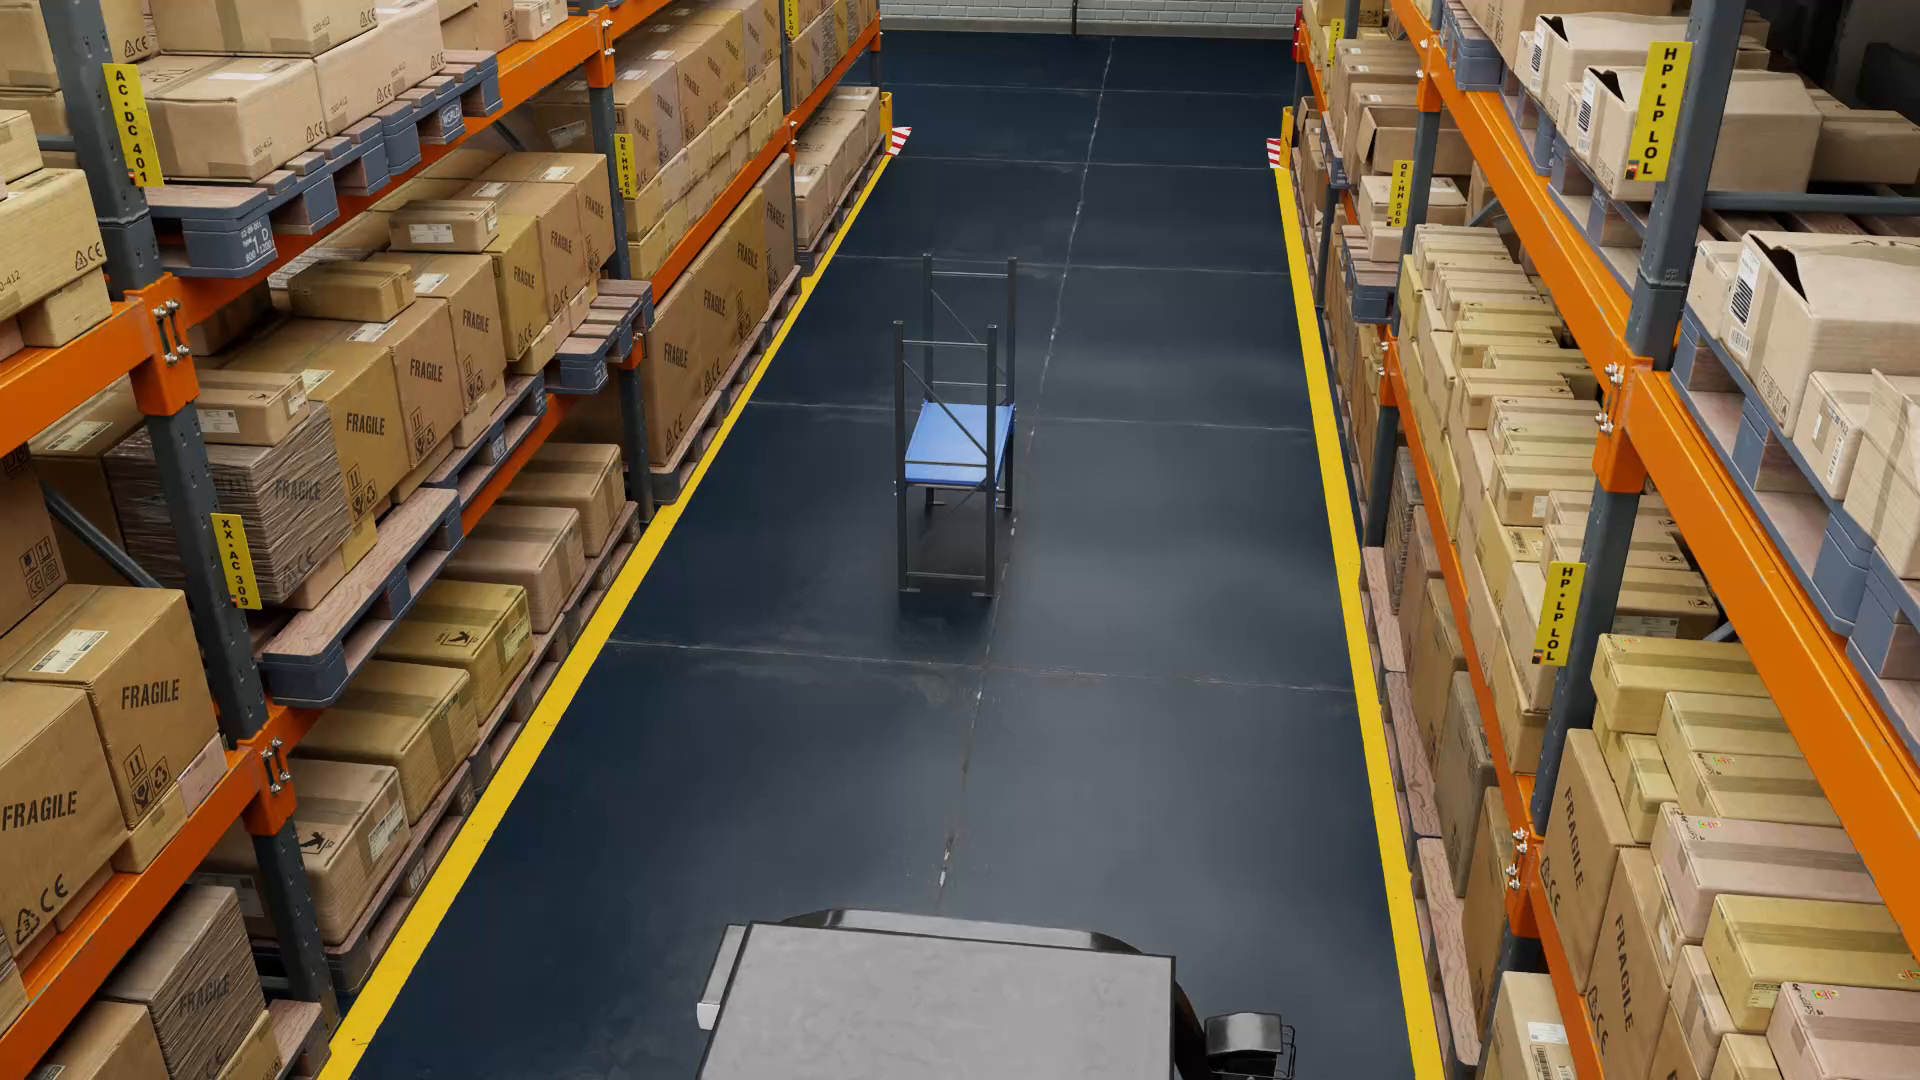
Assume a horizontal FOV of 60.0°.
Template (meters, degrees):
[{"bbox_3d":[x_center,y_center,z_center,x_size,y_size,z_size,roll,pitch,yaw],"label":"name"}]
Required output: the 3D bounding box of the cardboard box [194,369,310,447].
[{"bbox_3d":[-2.331,-0.426,5.333,0.380,0.149,0.250,3,28,6],"label":"cardboard box"}]

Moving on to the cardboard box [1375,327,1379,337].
[{"bbox_3d":[2.642,-1.167,9.761,0.380,0.149,0.250,4,29,8],"label":"cardboard box"}]

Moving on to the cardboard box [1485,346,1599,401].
[{"bbox_3d":[2.262,-0.637,6.480,0.380,0.149,0.250,3,28,6],"label":"cardboard box"}]

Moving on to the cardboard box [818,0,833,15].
[{"bbox_3d":[-1.319,-4.518,13.314,0.500,0.500,0.500,4,29,7],"label":"cardboard box"}]

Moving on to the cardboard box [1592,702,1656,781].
[{"bbox_3d":[1.887,0.512,4.348,0.380,0.149,0.250,3,28,5],"label":"cardboard box"}]

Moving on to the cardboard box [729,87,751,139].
[{"bbox_3d":[-1.684,-2.798,10.912,0.500,0.250,0.500,4,29,7],"label":"cardboard box"}]

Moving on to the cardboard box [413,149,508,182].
[{"bbox_3d":[-2.534,-1.624,8.240,0.500,0.500,0.500,3,28,5],"label":"cardboard box"}]

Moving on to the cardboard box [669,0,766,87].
[{"bbox_3d":[-1.621,-3.361,11.166,0.500,0.500,0.500,4,29,7],"label":"cardboard box"}]

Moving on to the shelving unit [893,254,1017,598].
[{"bbox_3d":[-0.010,-0.620,8.820,0.538,1.500,1.048,3,28,6],"label":"shelving unit"}]

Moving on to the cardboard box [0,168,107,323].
[{"bbox_3d":[-2.527,-0.741,4.145,0.500,0.250,0.500,3,28,6],"label":"cardboard box"}]

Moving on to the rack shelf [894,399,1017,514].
[{"bbox_3d":[-0.010,-0.462,8.905,0.538,0.185,1.000,3,28,6],"label":"rack shelf"}]

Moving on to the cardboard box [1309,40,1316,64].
[{"bbox_3d":[3.138,-4.089,13.942,0.380,0.149,0.250,3,28,5],"label":"cardboard box"}]

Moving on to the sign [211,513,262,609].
[{"bbox_3d":[-2.200,0.067,5.050,0.100,0.325,0.005,3,28,6],"label":"sign"}]

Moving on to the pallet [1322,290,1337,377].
[{"bbox_3d":[3.105,-1.446,11.712,1.003,0.211,1.213,3,28,6],"label":"pallet"}]

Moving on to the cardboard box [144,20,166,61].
[{"bbox_3d":[-2.745,-1.541,5.500,0.500,0.250,0.500,4,29,7],"label":"cardboard box"}]

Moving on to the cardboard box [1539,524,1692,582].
[{"bbox_3d":[2.022,0.081,5.148,0.380,0.149,0.250,3,28,5],"label":"cardboard box"}]

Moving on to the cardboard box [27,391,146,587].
[{"bbox_3d":[-2.911,-0.171,5.542,0.500,0.500,0.500,3,28,5],"label":"cardboard box"}]

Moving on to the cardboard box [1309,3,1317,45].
[{"bbox_3d":[3.214,-4.333,13.974,0.500,0.250,0.500,3,28,5],"label":"cardboard box"}]

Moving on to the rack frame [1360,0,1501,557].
[{"bbox_3d":[2.677,-1.176,8.270,1.000,3.000,0.127,3,28,6],"label":"rack frame"}]

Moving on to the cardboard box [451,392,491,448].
[{"bbox_3d":[-2.171,-0.508,6.852,0.380,0.149,0.250,4,29,8],"label":"cardboard box"}]

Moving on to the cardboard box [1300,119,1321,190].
[{"bbox_3d":[3.345,-3.344,14.487,0.700,0.500,0.500,4,29,8],"label":"cardboard box"}]

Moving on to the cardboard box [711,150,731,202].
[{"bbox_3d":[-1.767,-2.334,10.578,0.500,0.250,0.500,3,28,6],"label":"cardboard box"}]

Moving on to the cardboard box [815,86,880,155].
[{"bbox_3d":[-1.251,-3.969,15.713,0.875,0.438,0.875,2,28,4],"label":"cardboard box"}]

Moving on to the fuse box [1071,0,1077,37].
[{"bbox_3d":[1.465,-7.126,20.673,0.539,1.711,0.414,3,28,6],"label":"fuse box"}]

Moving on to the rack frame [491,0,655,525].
[{"bbox_3d":[-2.250,-1.463,8.802,1.000,3.000,0.127,3,28,6],"label":"rack frame"}]

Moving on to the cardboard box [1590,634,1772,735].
[{"bbox_3d":[1.854,0.379,4.281,0.380,0.149,0.250,4,29,7],"label":"cardboard box"}]

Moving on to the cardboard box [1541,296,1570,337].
[{"bbox_3d":[2.837,-0.862,7.318,0.500,0.250,0.500,4,29,7],"label":"cardboard box"}]

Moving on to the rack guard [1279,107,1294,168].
[{"bbox_3d":[3.648,-3.806,15.787,1.175,0.500,0.348,3,28,6],"label":"rack guard"}]

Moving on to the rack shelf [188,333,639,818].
[{"bbox_3d":[-2.495,-0.205,7.226,1.077,0.370,4.000,3,28,6],"label":"rack shelf"}]

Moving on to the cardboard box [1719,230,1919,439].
[{"bbox_3d":[1.843,-0.426,3.261,0.500,0.311,0.500,4,29,7],"label":"cardboard box"}]

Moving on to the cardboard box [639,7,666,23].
[{"bbox_3d":[-2.197,-3.162,10.798,0.500,0.500,0.500,3,28,5],"label":"cardboard box"}]

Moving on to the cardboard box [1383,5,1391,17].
[{"bbox_3d":[3.735,-4.299,13.912,0.500,0.250,0.500,4,29,8],"label":"cardboard box"}]

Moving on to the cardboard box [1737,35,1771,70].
[{"bbox_3d":[2.492,-1.616,5.622,0.380,0.166,0.250,3,28,6],"label":"cardboard box"}]

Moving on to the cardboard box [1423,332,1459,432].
[{"bbox_3d":[2.236,-0.654,6.933,0.500,0.250,0.500,3,28,5],"label":"cardboard box"}]

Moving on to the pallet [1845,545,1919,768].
[{"bbox_3d":[1.956,0.401,2.274,1.003,0.211,1.213,3,28,6],"label":"pallet"}]

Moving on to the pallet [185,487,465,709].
[{"bbox_3d":[-2.502,0.153,6.005,1.003,0.211,1.213,3,28,6],"label":"pallet"}]

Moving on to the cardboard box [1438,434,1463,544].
[{"bbox_3d":[2.192,-0.192,6.602,0.500,0.250,0.500,4,29,8],"label":"cardboard box"}]

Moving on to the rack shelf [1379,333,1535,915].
[{"bbox_3d":[2.432,0.082,6.693,1.077,0.370,4.000,3,28,6],"label":"rack shelf"}]

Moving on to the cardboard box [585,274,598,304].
[{"bbox_3d":[-2.017,-1.239,8.209,0.380,0.149,0.250,4,29,7],"label":"cardboard box"}]

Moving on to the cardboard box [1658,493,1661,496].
[{"bbox_3d":[2.570,-0.138,5.554,0.380,0.149,0.250,3,28,6],"label":"cardboard box"}]

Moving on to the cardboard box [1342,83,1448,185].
[{"bbox_3d":[2.726,-2.460,10.105,0.700,0.500,0.500,3,28,6],"label":"cardboard box"}]

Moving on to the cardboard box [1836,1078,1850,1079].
[{"bbox_3d":[1.762,1.108,2.927,0.380,0.149,0.250,3,29,6],"label":"cardboard box"}]

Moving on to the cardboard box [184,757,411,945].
[{"bbox_3d":[-2.678,1.145,6.290,0.950,0.372,0.625,4,29,7],"label":"cardboard box"}]

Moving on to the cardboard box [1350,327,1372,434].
[{"bbox_3d":[2.649,-0.953,10.050,0.500,0.500,0.500,5,29,8],"label":"cardboard box"}]

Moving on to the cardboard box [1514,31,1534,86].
[{"bbox_3d":[2.115,-1.630,5.668,0.380,0.149,0.250,3,28,6],"label":"cardboard box"}]

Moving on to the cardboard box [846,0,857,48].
[{"bbox_3d":[-1.195,-4.552,14.431,0.500,0.500,0.500,4,29,8],"label":"cardboard box"}]

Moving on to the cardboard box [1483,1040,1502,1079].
[{"bbox_3d":[1.821,1.722,4.820,0.500,0.250,0.500,3,28,6],"label":"cardboard box"}]

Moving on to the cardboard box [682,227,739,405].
[{"bbox_3d":[-1.969,-1.452,10.580,0.875,0.875,0.875,4,29,7],"label":"cardboard box"}]

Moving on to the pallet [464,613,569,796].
[{"bbox_3d":[-2.499,0.705,7.718,1.003,0.211,1.213,3,28,6],"label":"pallet"}]

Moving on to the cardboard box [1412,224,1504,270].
[{"bbox_3d":[2.346,-1.373,7.846,0.380,0.149,0.250,4,29,8],"label":"cardboard box"}]

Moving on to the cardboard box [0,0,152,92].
[{"bbox_3d":[-2.795,-1.520,4.934,0.500,0.250,0.500,4,29,7],"label":"cardboard box"}]

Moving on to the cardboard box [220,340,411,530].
[{"bbox_3d":[-2.337,-0.380,5.930,0.500,0.500,0.500,3,29,6],"label":"cardboard box"}]

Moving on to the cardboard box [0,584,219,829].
[{"bbox_3d":[-2.547,0.469,4.798,0.500,0.500,0.500,3,28,5],"label":"cardboard box"}]

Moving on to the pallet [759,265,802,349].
[{"bbox_3d":[-1.779,-1.750,12.276,1.003,0.211,1.213,3,28,6],"label":"pallet"}]
